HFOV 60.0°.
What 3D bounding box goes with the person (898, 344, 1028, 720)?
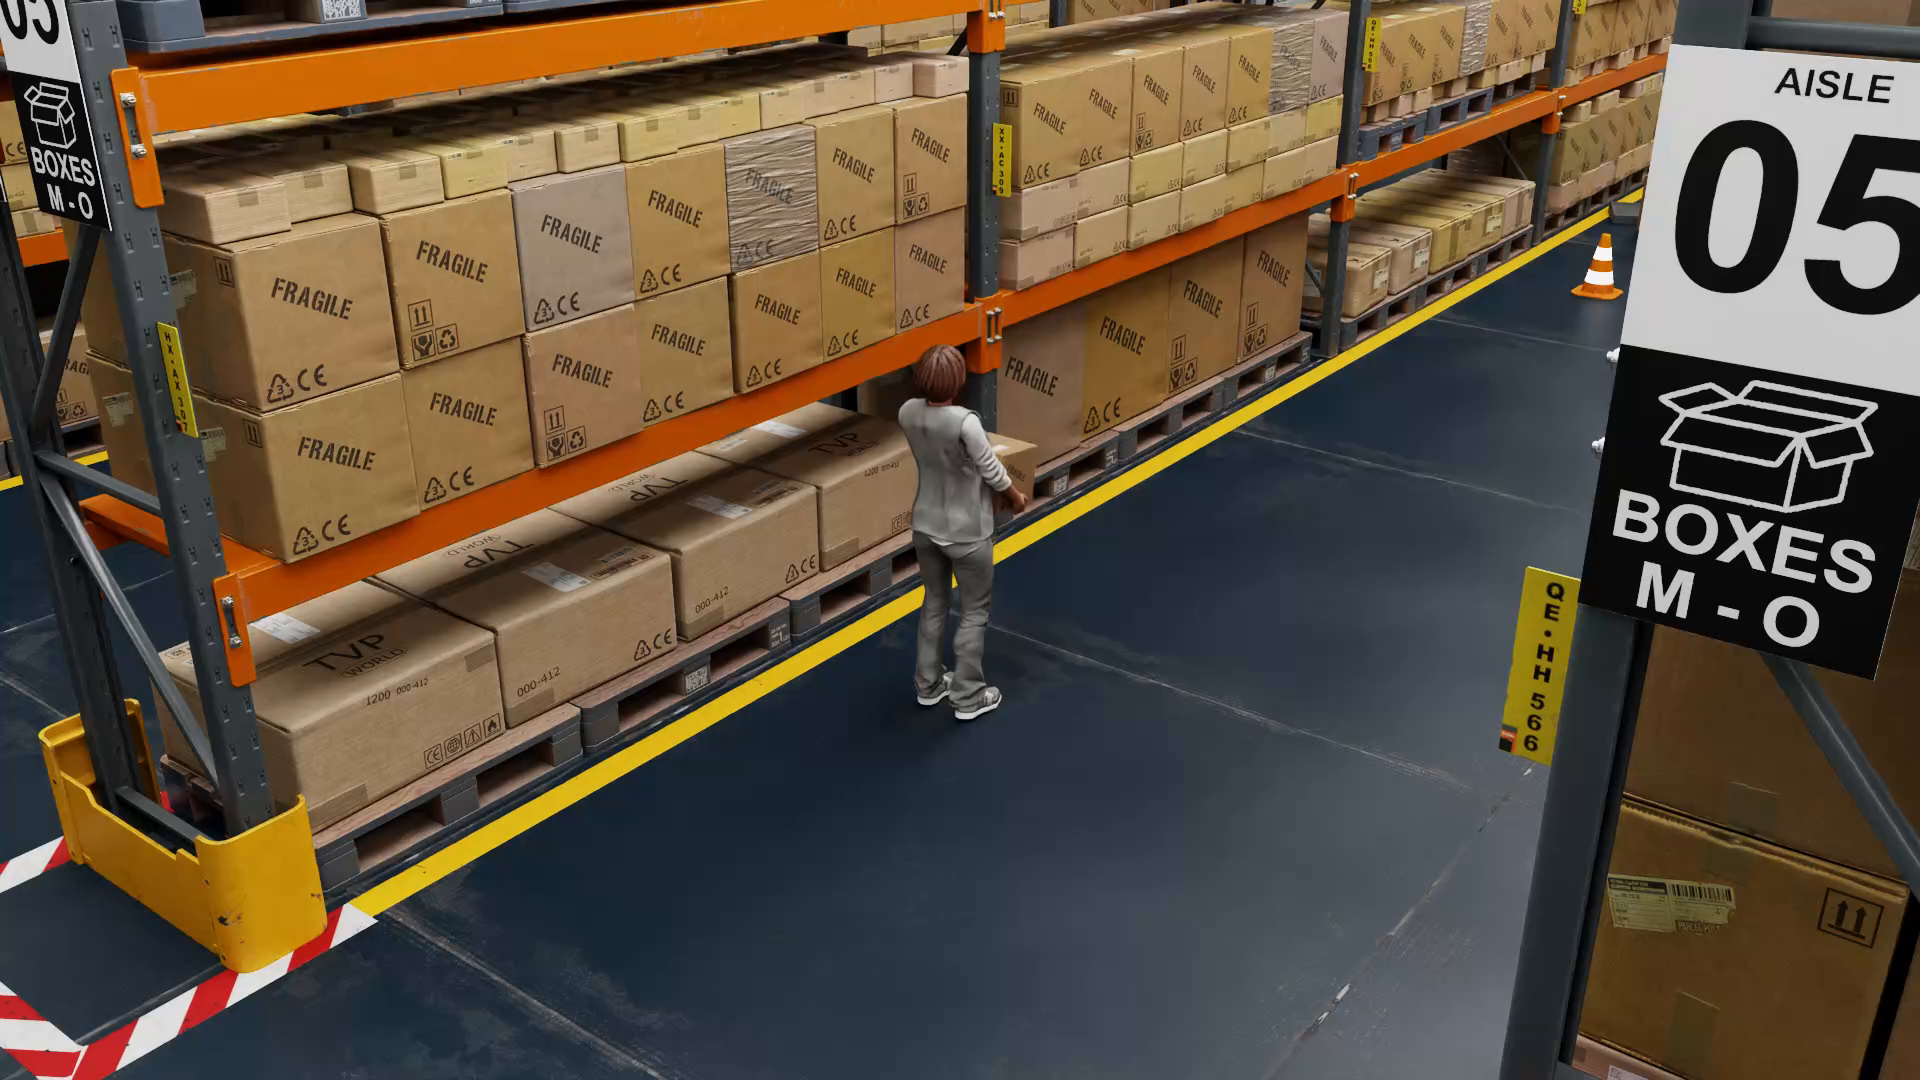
[{"bbox_3d":[0.019,-0.058,6.752,0.404,1.590,0.492,17,29,34],"label":"person"}]
